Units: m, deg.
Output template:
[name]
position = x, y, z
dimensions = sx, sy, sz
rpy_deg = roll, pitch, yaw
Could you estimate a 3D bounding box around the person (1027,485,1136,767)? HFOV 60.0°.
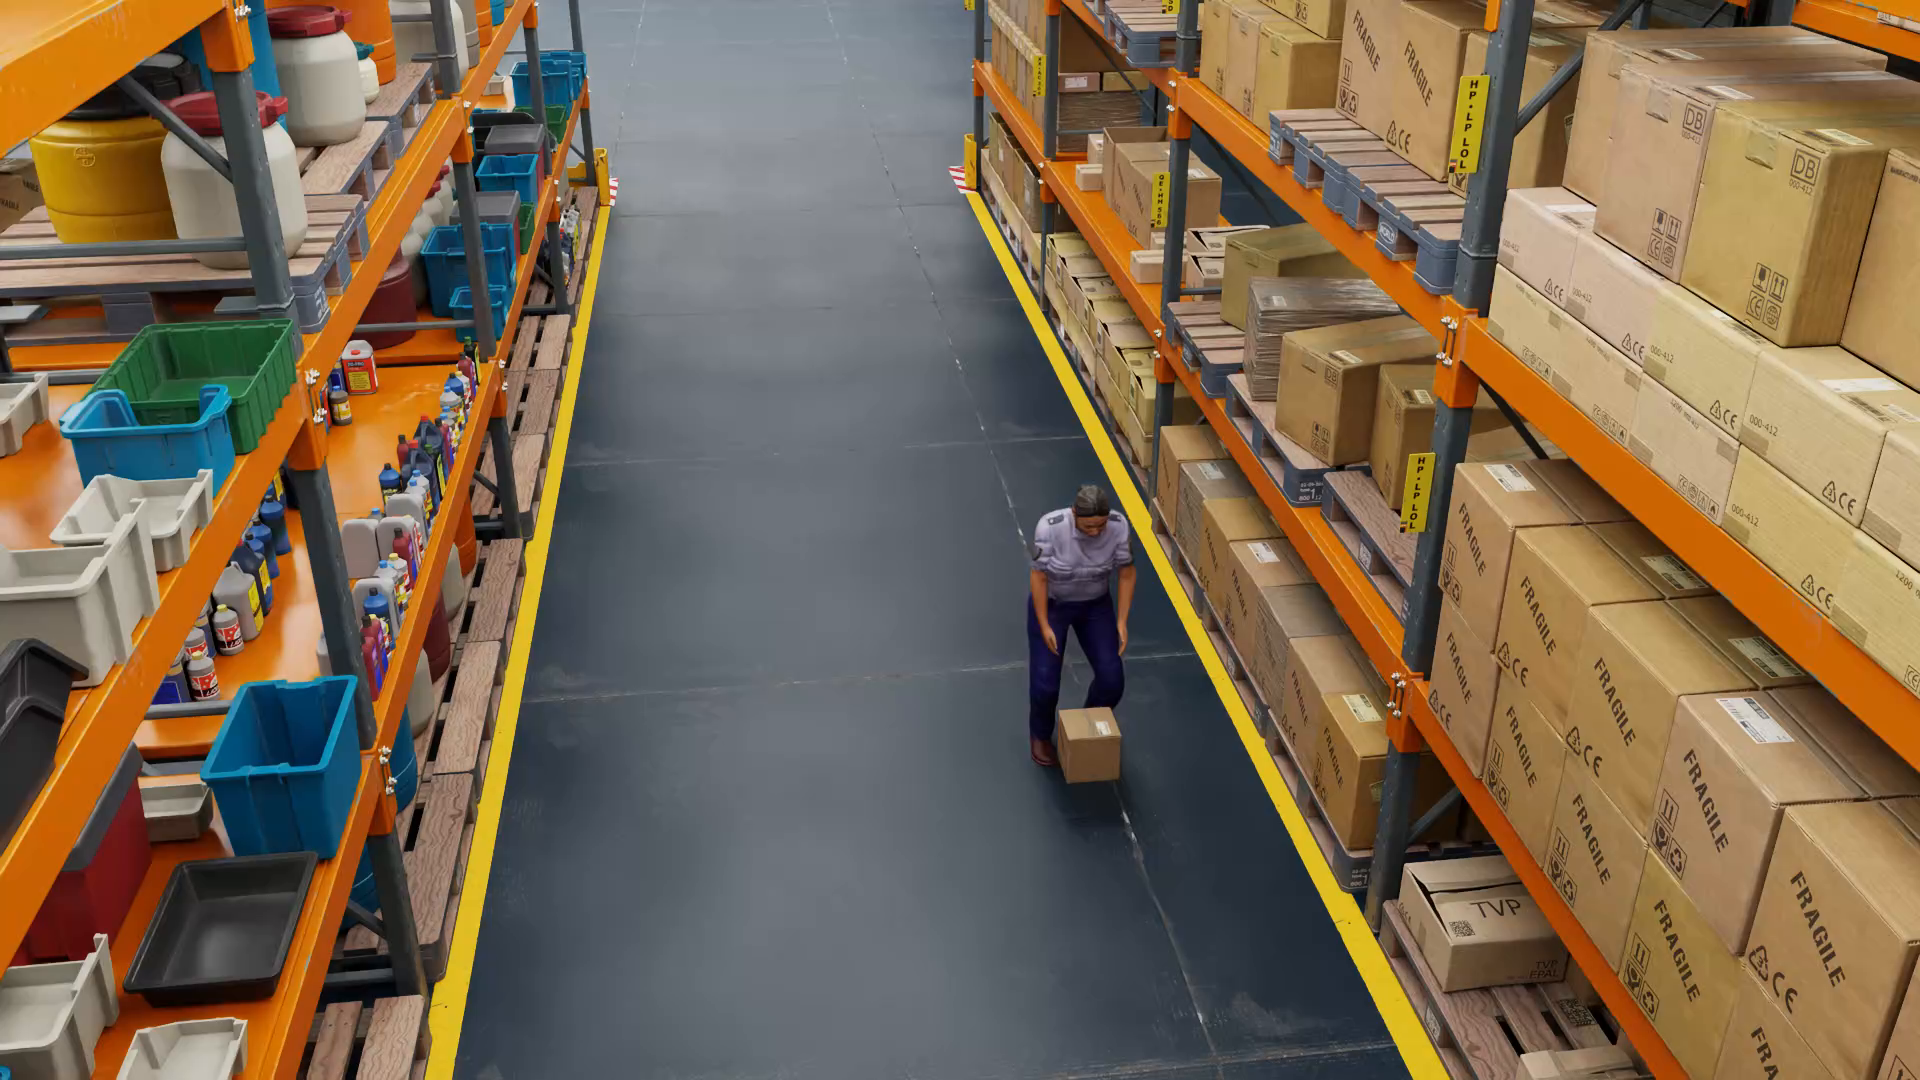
[person]
position = 0.582, 0.370, 8.064
dimensions = 0.519, 1.529, 0.507
rpy_deg = -3, 27, -6
